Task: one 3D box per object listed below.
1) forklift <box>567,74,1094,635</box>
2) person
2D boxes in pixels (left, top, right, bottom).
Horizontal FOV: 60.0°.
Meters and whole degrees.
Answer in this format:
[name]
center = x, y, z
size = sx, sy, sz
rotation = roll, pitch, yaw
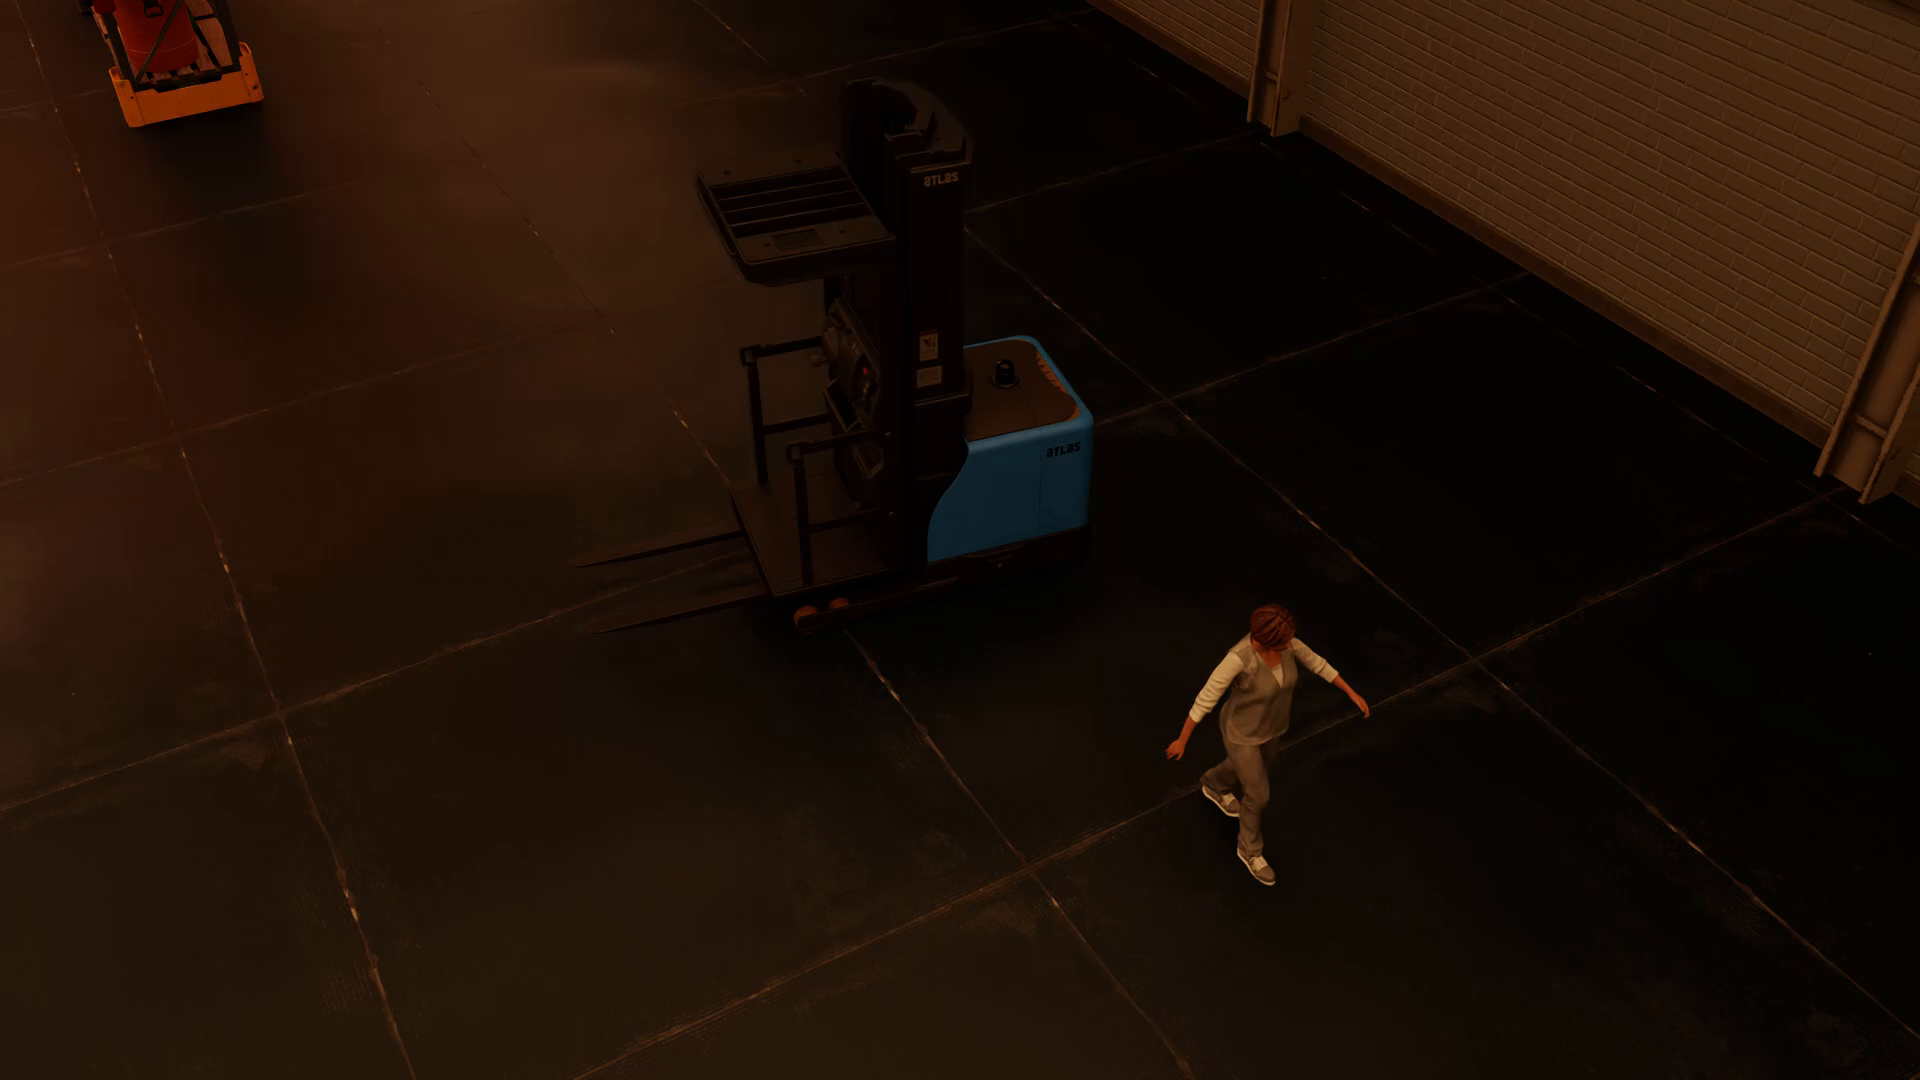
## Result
[forklift]
center = -0.787, -0.964, 9.198
size = 3.031, 2.935, 1.130
rotation = -13, 41, -15
[person]
center = 1.417, 0.932, 7.991
size = 0.822, 1.579, 0.710
rotation = -27, 46, -28
